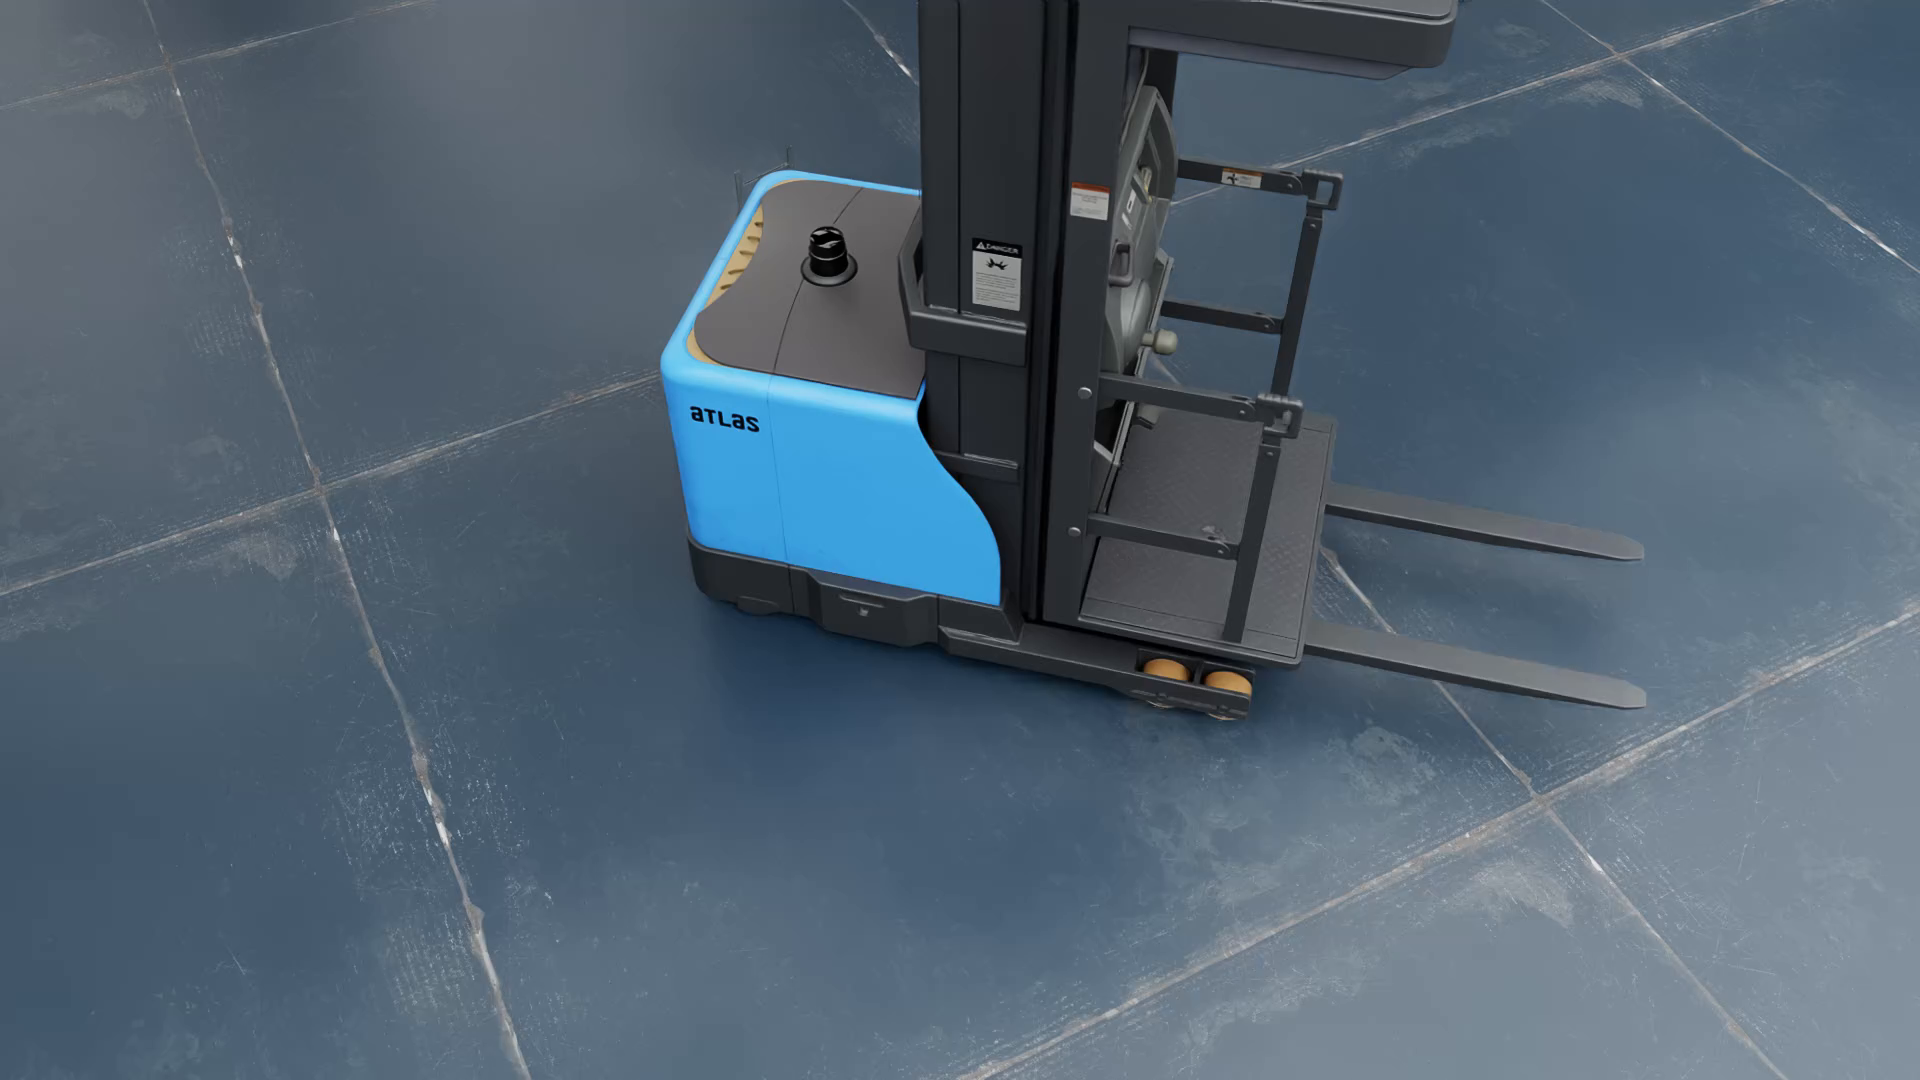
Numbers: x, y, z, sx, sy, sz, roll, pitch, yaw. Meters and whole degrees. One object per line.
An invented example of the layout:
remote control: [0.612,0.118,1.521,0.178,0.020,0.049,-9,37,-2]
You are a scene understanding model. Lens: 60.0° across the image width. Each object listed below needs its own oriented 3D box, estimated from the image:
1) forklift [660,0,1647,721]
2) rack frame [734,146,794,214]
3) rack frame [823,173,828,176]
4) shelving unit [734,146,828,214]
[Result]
forklift: [0.688,-0.842,4.539,3.031,2.935,1.130,11,50,9]
rack frame: [-0.673,-1.008,6.034,0.240,0.900,0.006,-32,56,-25]
rack frame: [-0.542,-0.890,5.931,0.240,0.900,0.006,-32,56,-25]
shelving unit: [-0.608,-0.949,5.982,0.258,0.900,0.210,-32,56,-25]
